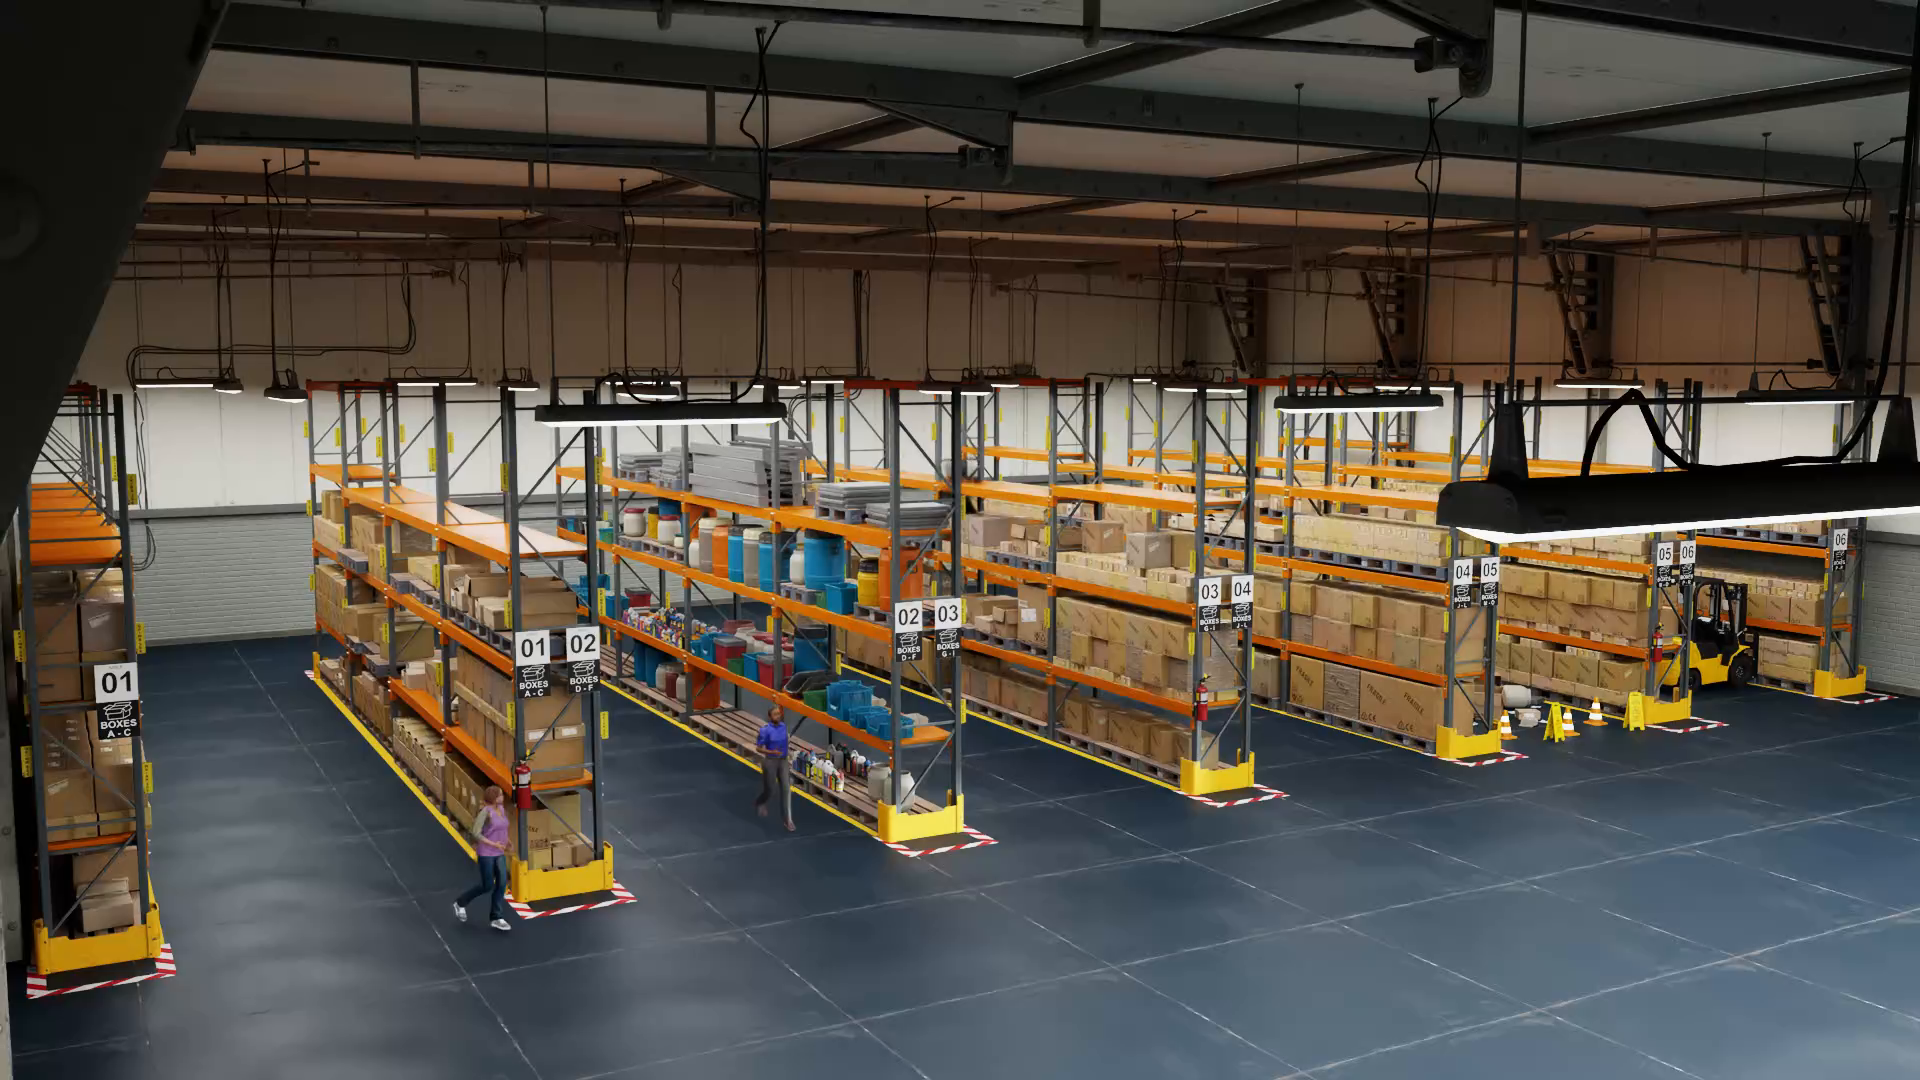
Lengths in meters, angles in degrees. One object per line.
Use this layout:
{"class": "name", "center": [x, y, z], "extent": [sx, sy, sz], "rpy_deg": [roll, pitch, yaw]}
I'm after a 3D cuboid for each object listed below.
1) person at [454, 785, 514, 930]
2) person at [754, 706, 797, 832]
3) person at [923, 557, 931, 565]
{"class": "person", "center": [-5.300, 3.560, 18.813], "extent": [0.736, 1.551, 0.605], "rpy_deg": [2, 6, 19]}
{"class": "person", "center": [-2.526, 3.082, 22.708], "extent": [0.579, 1.657, 0.923], "rpy_deg": [-4, 7, -35]}
{"class": "person", "center": [-1.022, 1.272, 39.896], "extent": [0.819, 1.732, 0.681], "rpy_deg": [-3, 7, -24]}
